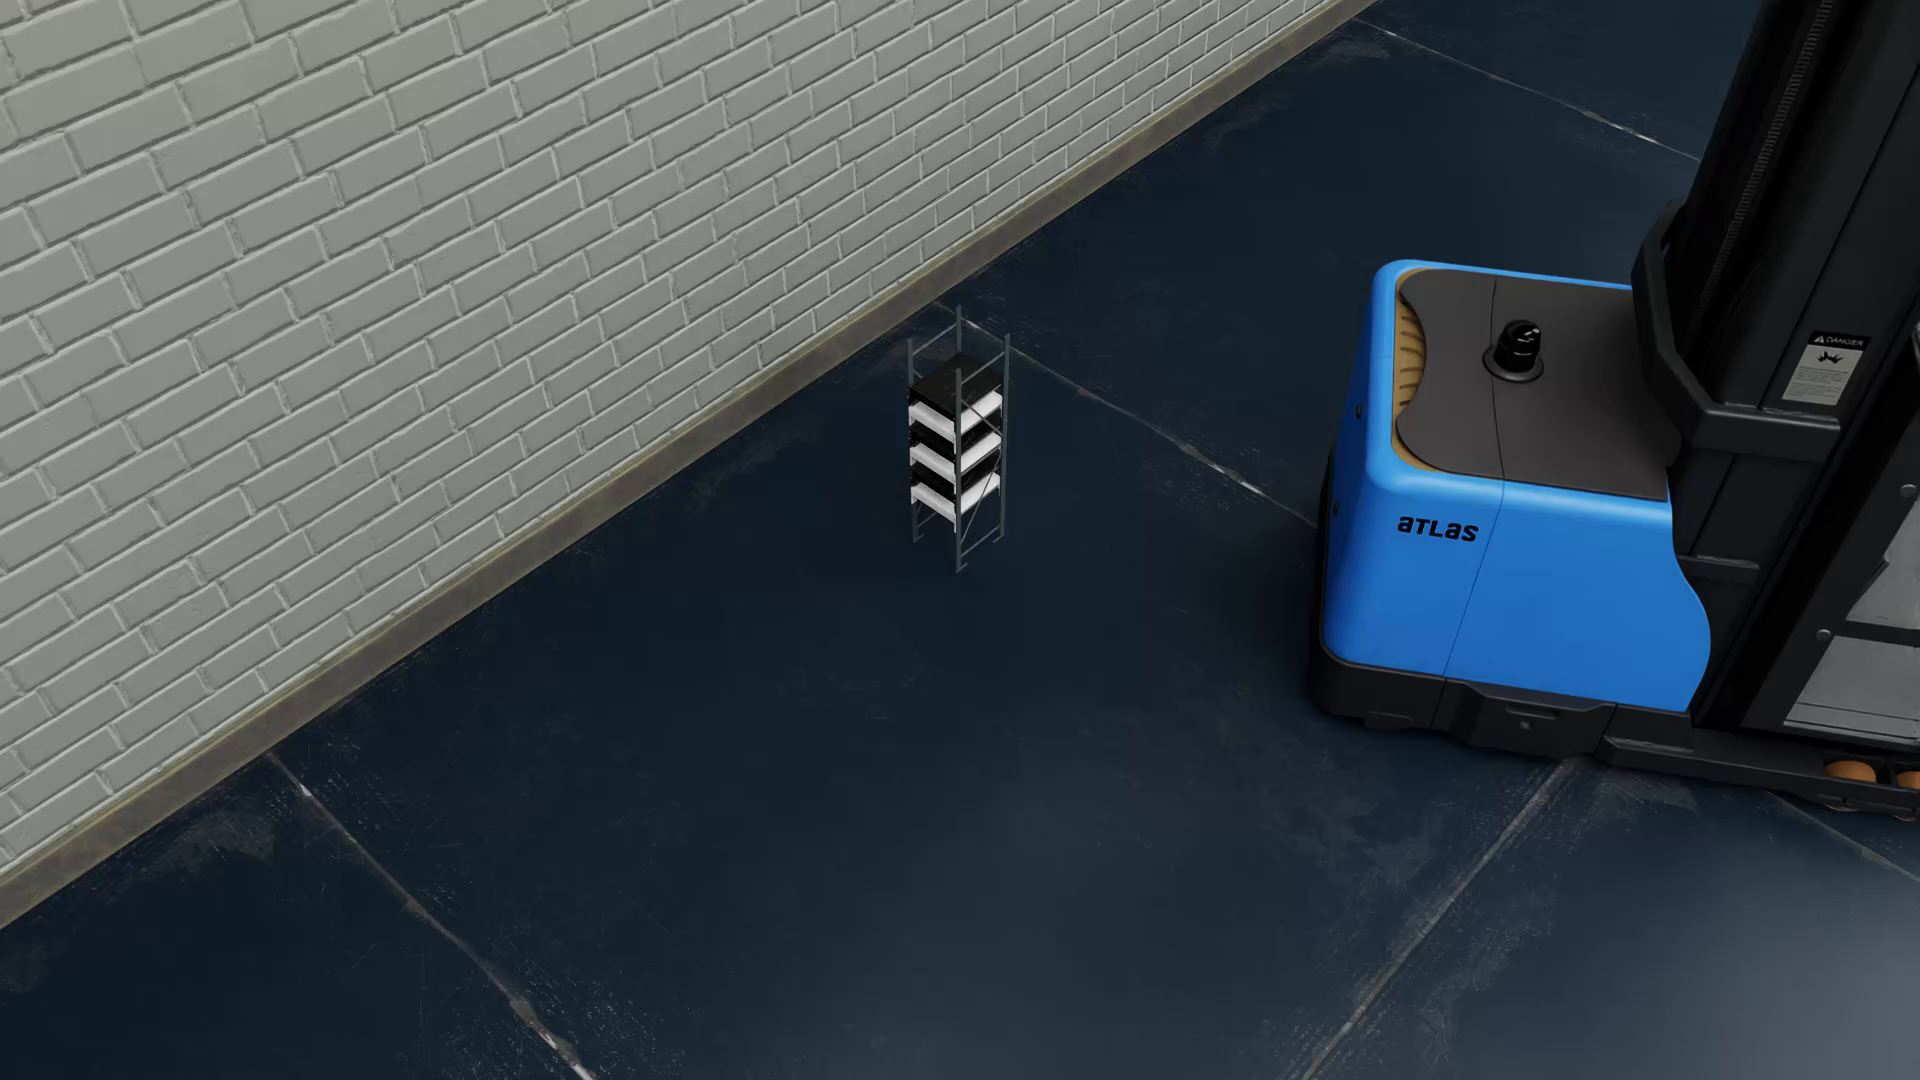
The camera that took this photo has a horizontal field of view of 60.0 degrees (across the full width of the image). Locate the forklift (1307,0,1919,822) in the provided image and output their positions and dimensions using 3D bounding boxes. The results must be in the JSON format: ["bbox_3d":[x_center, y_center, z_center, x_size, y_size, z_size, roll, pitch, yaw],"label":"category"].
[{"bbox_3d":[2.658,-0.587,4.291,3.031,2.935,1.130,8,47,8],"label":"forklift"}]

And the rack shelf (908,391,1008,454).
[{"bbox_3d":[-0.006,-0.412,5.319,0.200,0.077,0.258,34,55,28],"label":"rack shelf"}]

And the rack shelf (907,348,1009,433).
[{"bbox_3d":[-0.006,-0.474,5.253,0.200,0.077,0.258,34,55,28],"label":"rack shelf"}]

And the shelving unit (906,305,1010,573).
[{"bbox_3d":[-0.006,-0.312,5.426,0.210,0.900,0.258,34,55,28],"label":"shelving unit"}]

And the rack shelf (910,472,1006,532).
[{"bbox_3d":[-0.006,-0.166,5.581,0.200,0.077,0.258,34,55,28],"label":"rack shelf"}]

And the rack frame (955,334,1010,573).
[{"bbox_3d":[0.069,-0.262,5.379,0.006,0.900,0.240,34,55,28],"label":"rack frame"}]

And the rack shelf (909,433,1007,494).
[{"bbox_3d":[-0.006,-0.289,5.450,0.200,0.077,0.258,34,55,28],"label":"rack shelf"}]

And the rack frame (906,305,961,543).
[{"bbox_3d":[-0.081,-0.362,5.473,0.006,0.900,0.240,34,55,28],"label":"rack frame"}]

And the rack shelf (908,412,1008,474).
[{"bbox_3d":[-0.006,-0.351,5.384,0.200,0.077,0.258,34,55,28],"label":"rack shelf"}]

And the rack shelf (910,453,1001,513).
[{"bbox_3d":[-0.006,-0.228,5.516,0.200,0.077,0.258,34,55,28],"label":"rack shelf"}]
